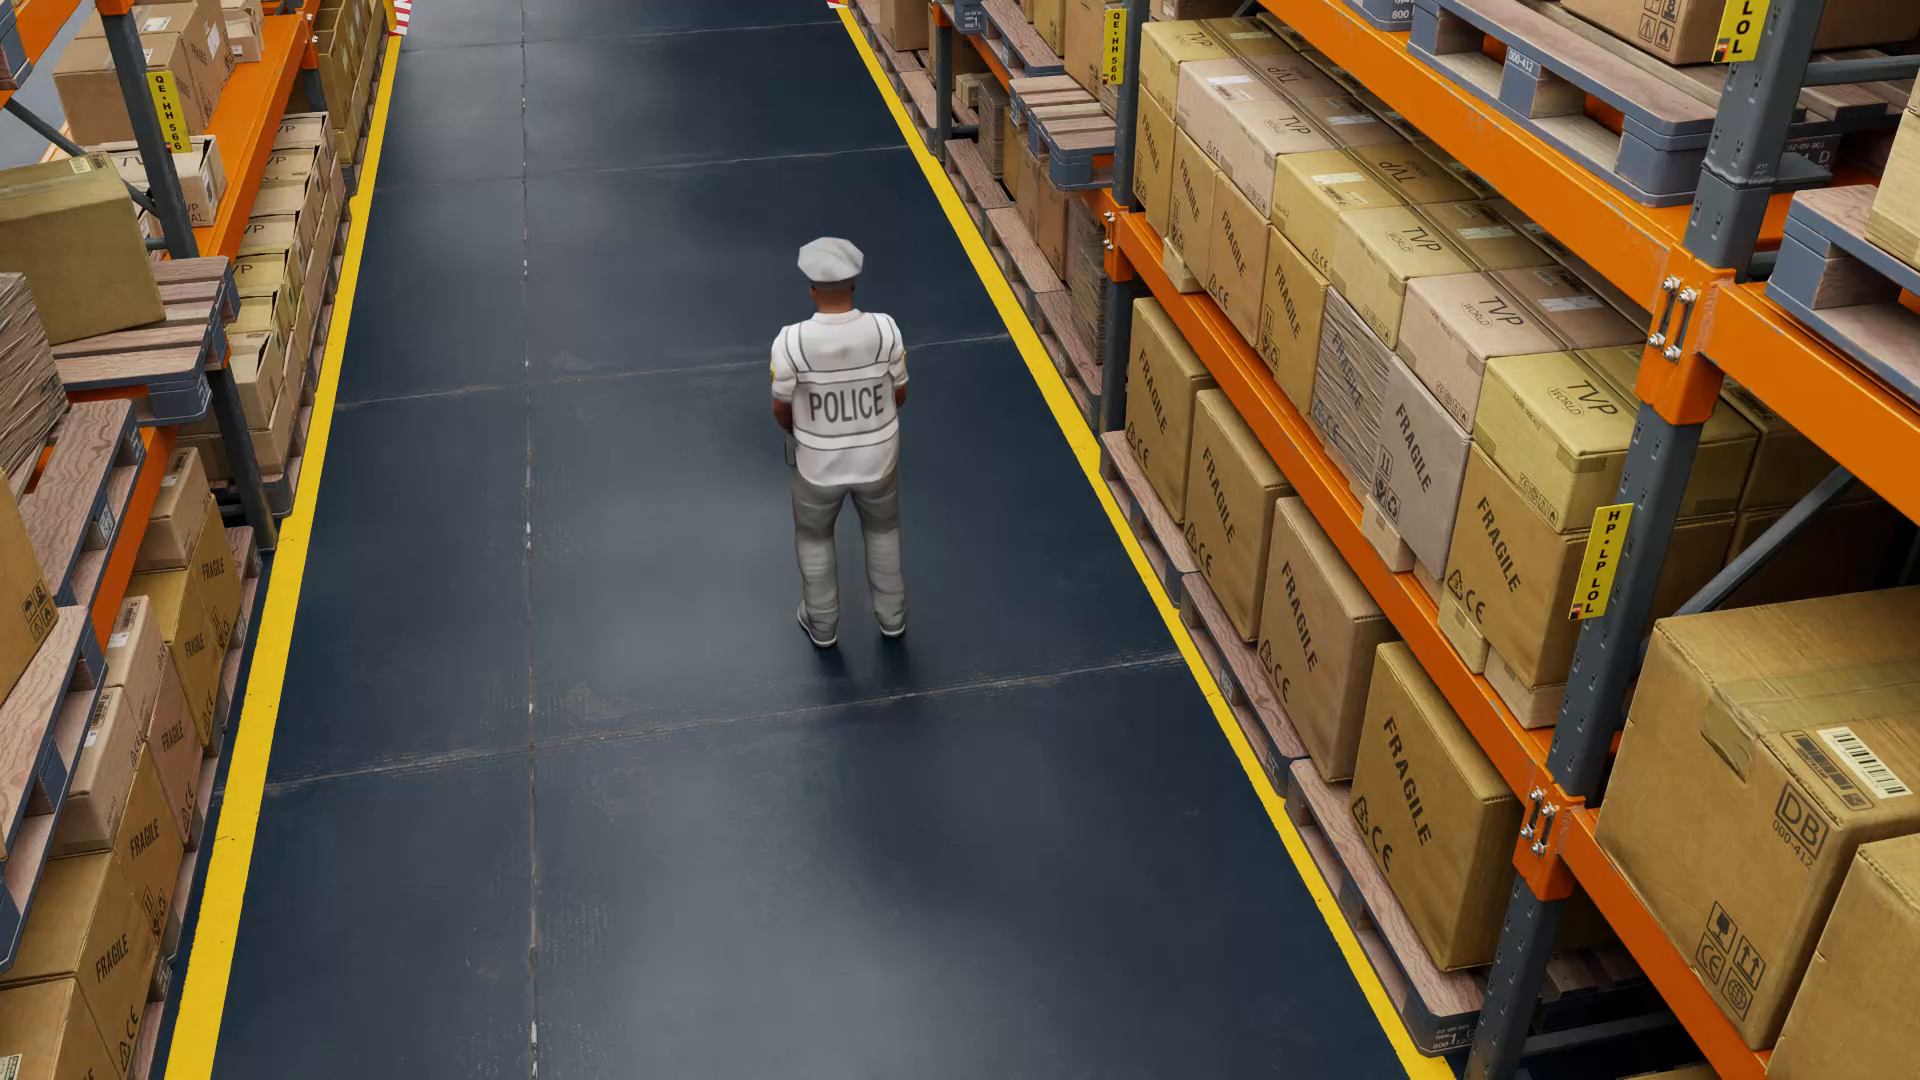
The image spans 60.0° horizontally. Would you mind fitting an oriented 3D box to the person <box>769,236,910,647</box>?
[{"bbox_3d":[-0.467,-0.343,6.632,0.554,1.759,0.436,-8,35,-12],"label":"person"}]
